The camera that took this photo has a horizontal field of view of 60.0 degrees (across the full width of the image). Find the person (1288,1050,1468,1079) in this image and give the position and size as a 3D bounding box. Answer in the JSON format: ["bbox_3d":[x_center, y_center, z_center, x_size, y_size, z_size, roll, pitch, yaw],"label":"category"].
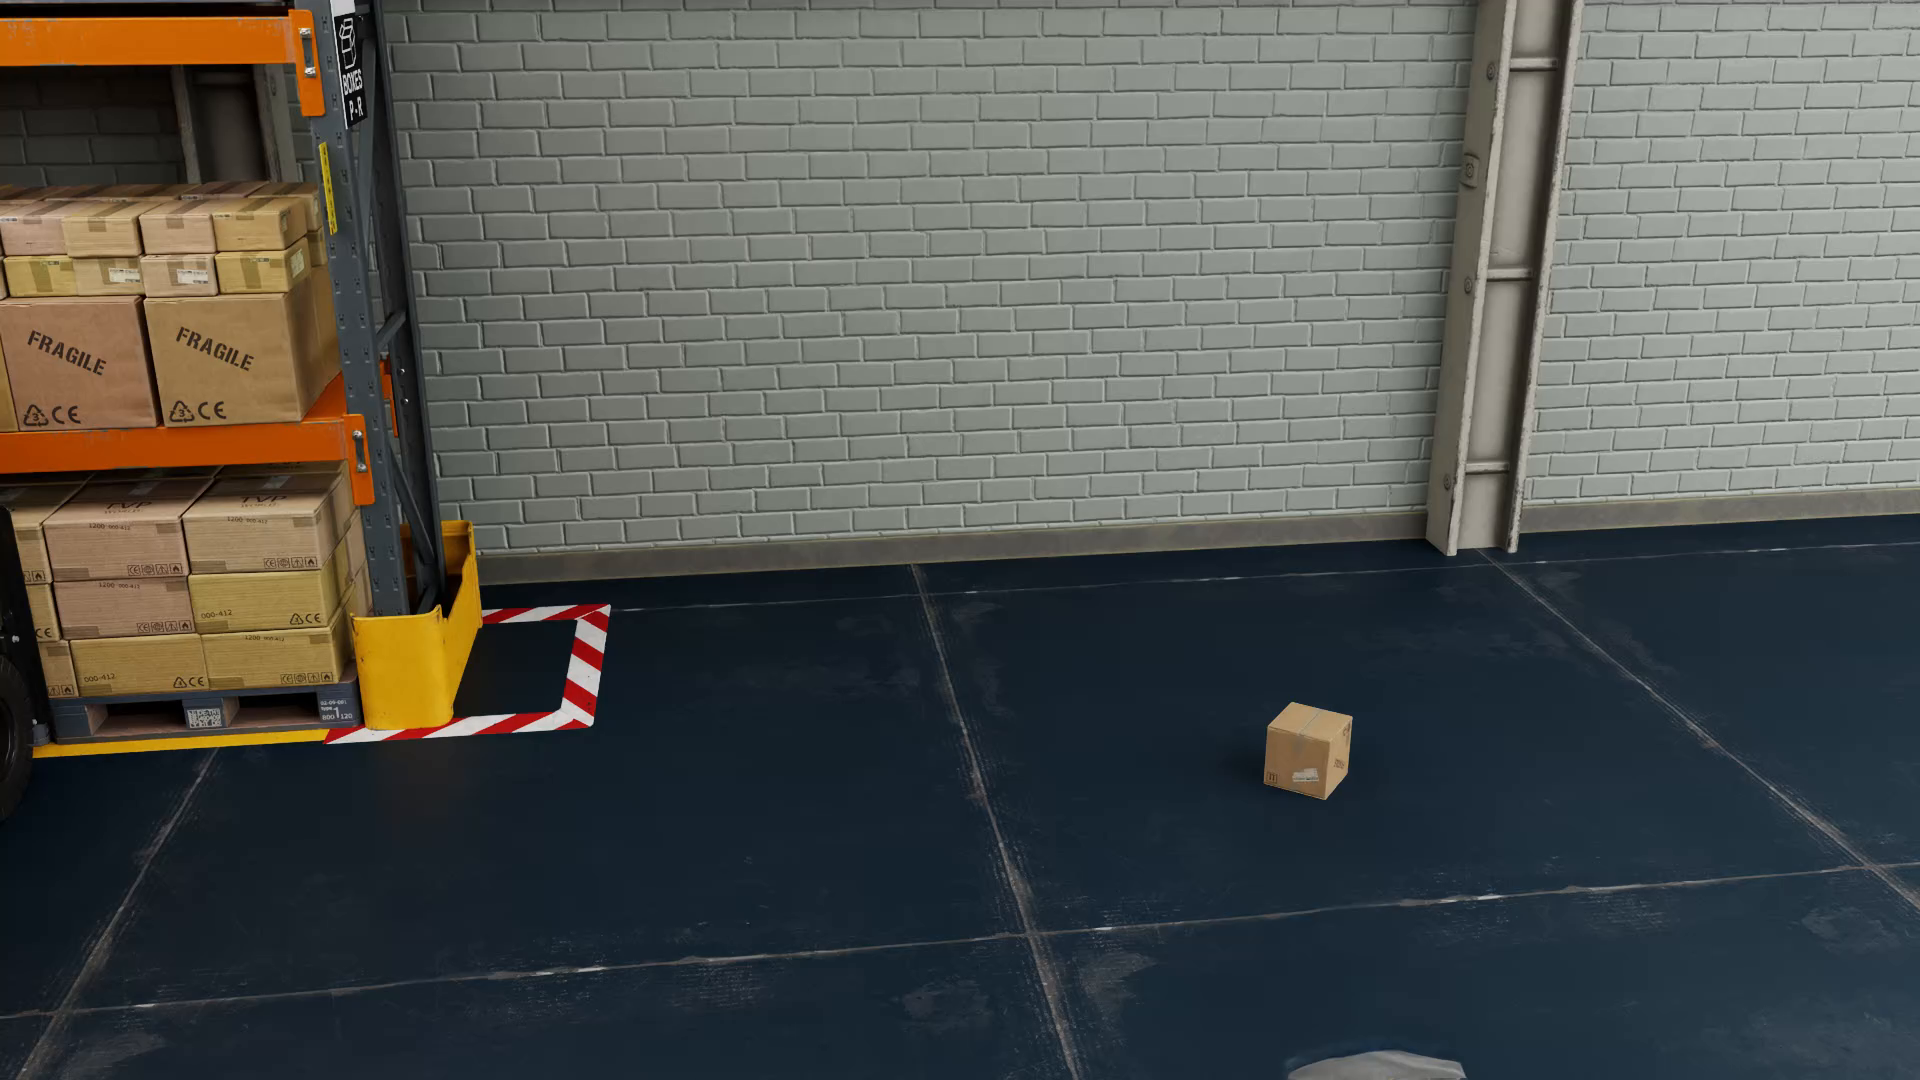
[{"bbox_3d":[0.572,1.486,2.463,0.488,1.637,0.987,2,20,4],"label":"person"}]
